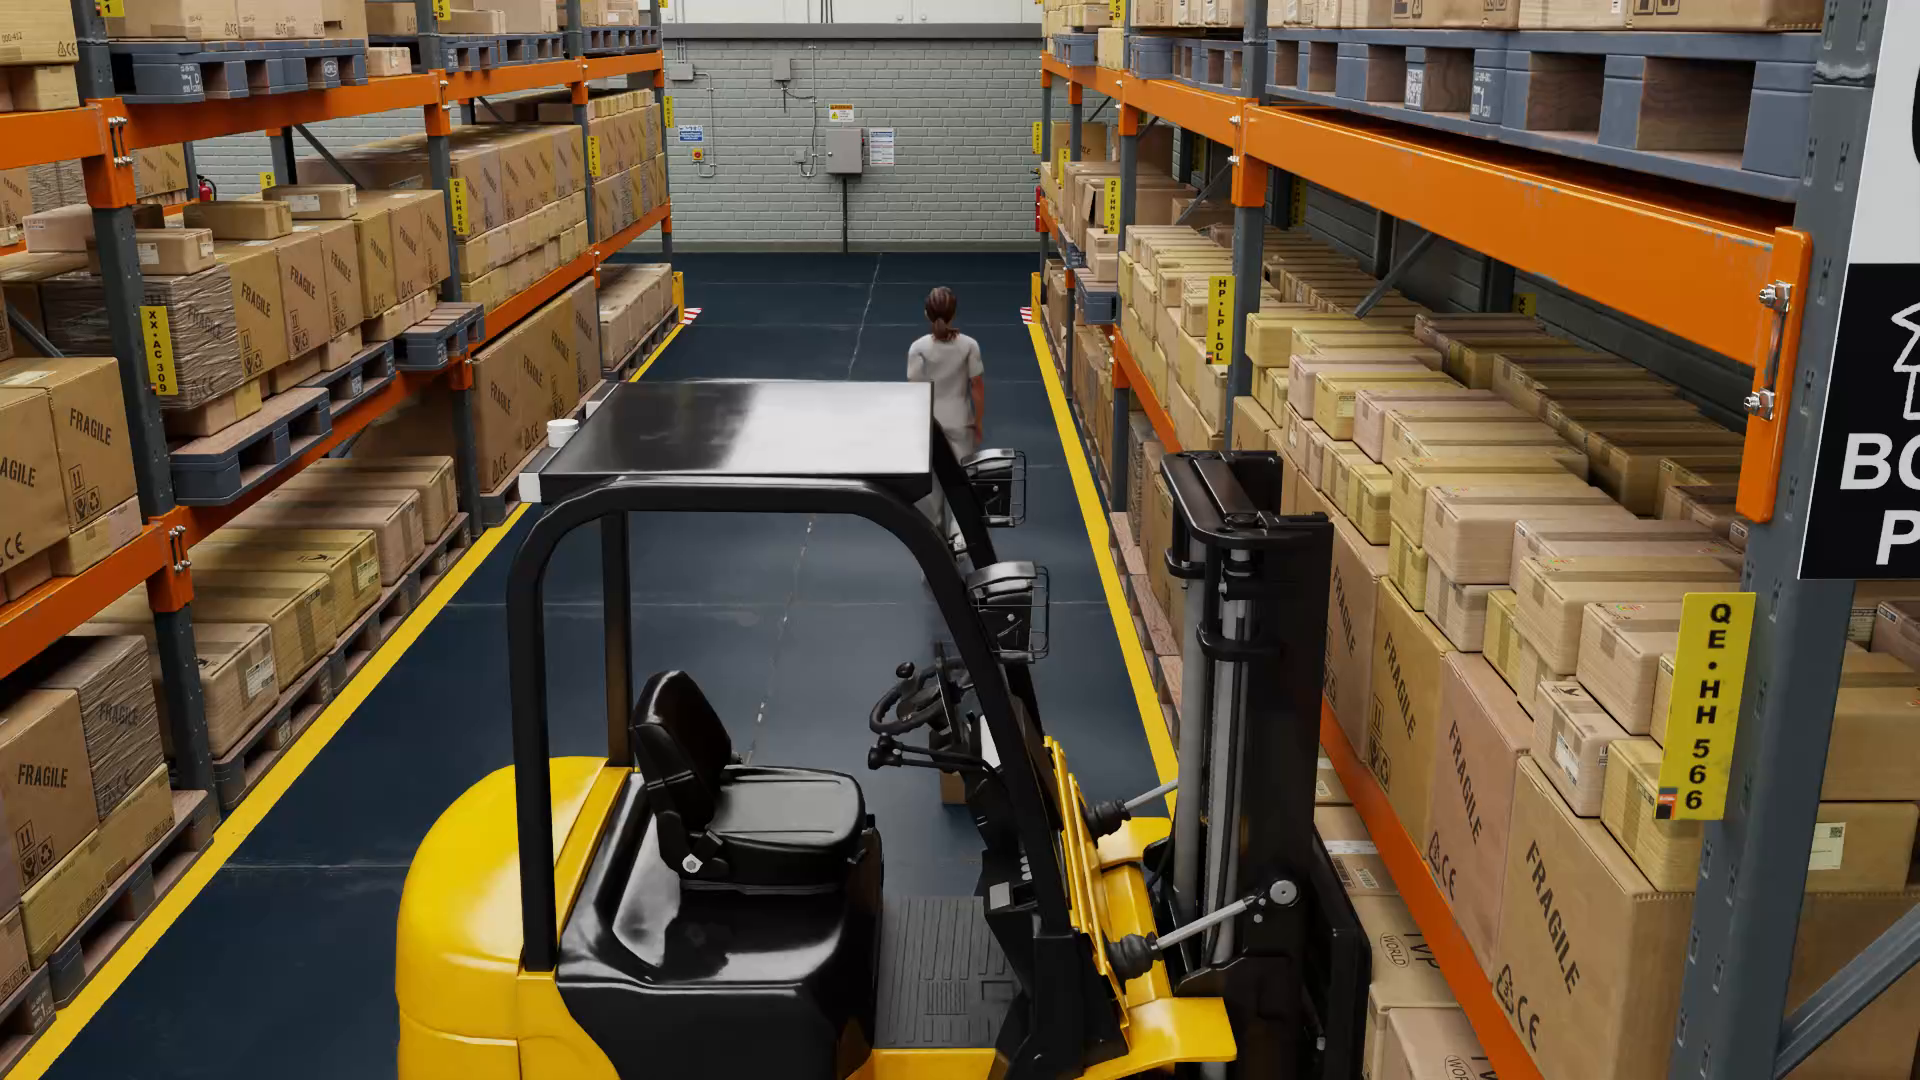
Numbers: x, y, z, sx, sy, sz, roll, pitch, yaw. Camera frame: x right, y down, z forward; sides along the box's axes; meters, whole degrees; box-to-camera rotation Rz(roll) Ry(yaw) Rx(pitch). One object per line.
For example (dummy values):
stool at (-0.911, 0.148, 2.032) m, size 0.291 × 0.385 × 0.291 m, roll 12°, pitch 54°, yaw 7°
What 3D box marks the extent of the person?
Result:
person at (-0.079, -0.646, 9.612) m, size 0.451 × 1.640 × 0.869 m, roll -1°, pitch 17°, yaw -4°
